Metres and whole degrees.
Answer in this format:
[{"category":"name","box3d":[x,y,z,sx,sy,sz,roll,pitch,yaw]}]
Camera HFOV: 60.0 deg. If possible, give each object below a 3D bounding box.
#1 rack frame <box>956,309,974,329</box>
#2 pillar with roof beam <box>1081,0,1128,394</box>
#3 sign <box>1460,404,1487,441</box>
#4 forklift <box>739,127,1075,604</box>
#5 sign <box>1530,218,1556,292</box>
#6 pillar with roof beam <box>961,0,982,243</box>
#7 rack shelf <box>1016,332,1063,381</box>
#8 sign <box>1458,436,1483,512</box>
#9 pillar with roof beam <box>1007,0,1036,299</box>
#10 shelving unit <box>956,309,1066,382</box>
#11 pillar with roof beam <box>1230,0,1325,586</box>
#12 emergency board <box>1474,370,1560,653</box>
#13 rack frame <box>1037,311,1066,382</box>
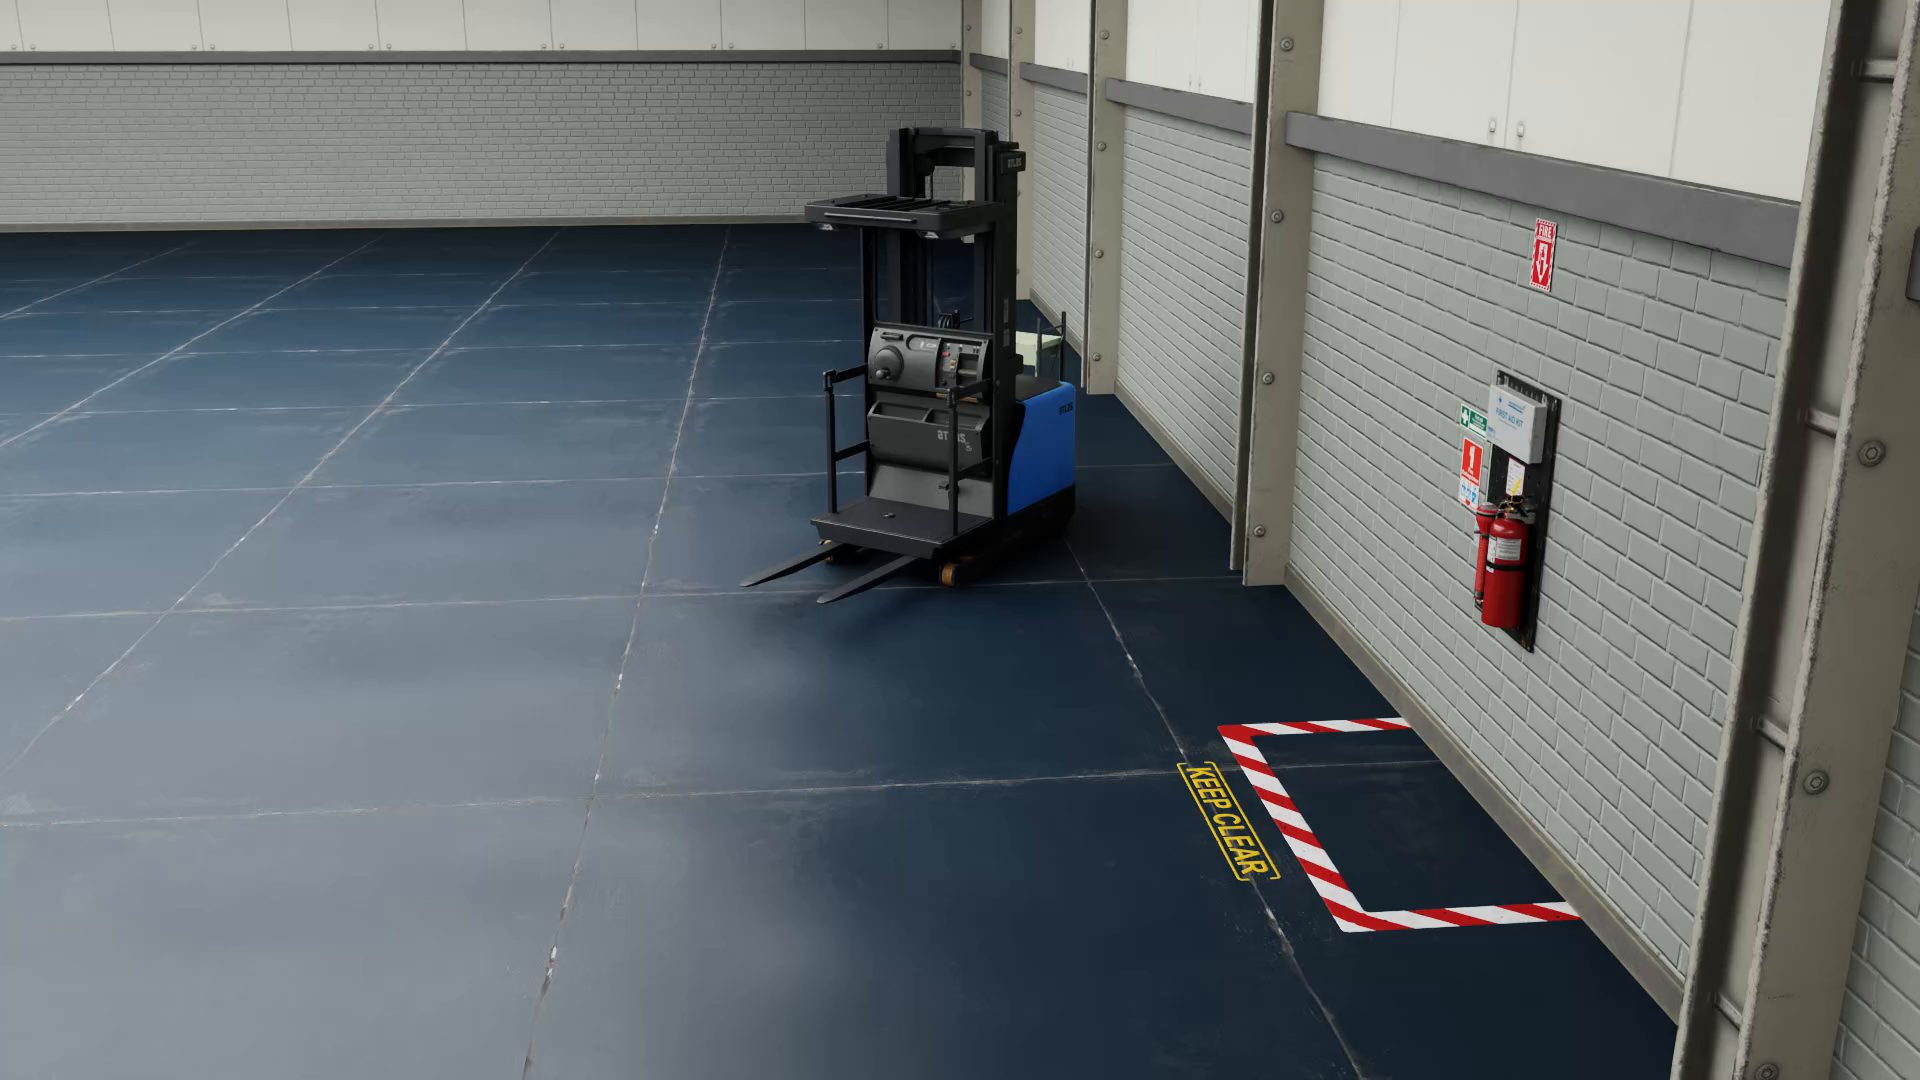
[{"category":"rack frame","box3d":[0.083,-1.109,13.206,0.023,1.500,0.400,11,20,31]},{"category":"pillar with roof beam","box3d":[-2.852,-5.703,15.320,9.100,9.000,0.400,-2,18,-6]},{"category":"sign","box3d":[2.488,-0.572,8.048,0.001,0.109,0.331,-2,18,-6]},{"category":"forklift","box3d":[-0.329,-1.237,11.225,1.130,2.935,3.031,10,20,30]},{"category":"sign","box3d":[2.549,-1.248,7.274,0.001,0.298,0.199,-2,18,-6]},{"category":"pillar with roof beam","box3d":[-4.089,-9.279,26.708,9.100,9.000,0.400,-2,18,-6]},{"category":"rack shelf","box3d":[0.390,-1.422,12.900,0.720,0.370,0.431,11,20,31]},{"category":"sign","box3d":[2.497,-0.321,8.133,0.001,0.329,0.234,-2,18,-6]},{"category":"pillar with roof beam","box3d":[-3.471,-7.491,21.014,9.100,9.000,0.400,-2,18,-6]},{"category":"shelving unit","box3d":[0.390,-1.050,13.017,0.755,1.500,0.431,11,20,31]},{"category":"pillar with roof beam","box3d":[-2.233,-3.916,9.626,9.100,9.000,0.400,-2,18,-6]},{"category":"emergency board","box3d":[2.451,-0.136,7.603,0.194,1.169,0.643,-2,18,-6]},{"category":"rack frame","box3d":[0.697,-0.990,12.827,0.023,1.500,0.400,11,20,31]}]
